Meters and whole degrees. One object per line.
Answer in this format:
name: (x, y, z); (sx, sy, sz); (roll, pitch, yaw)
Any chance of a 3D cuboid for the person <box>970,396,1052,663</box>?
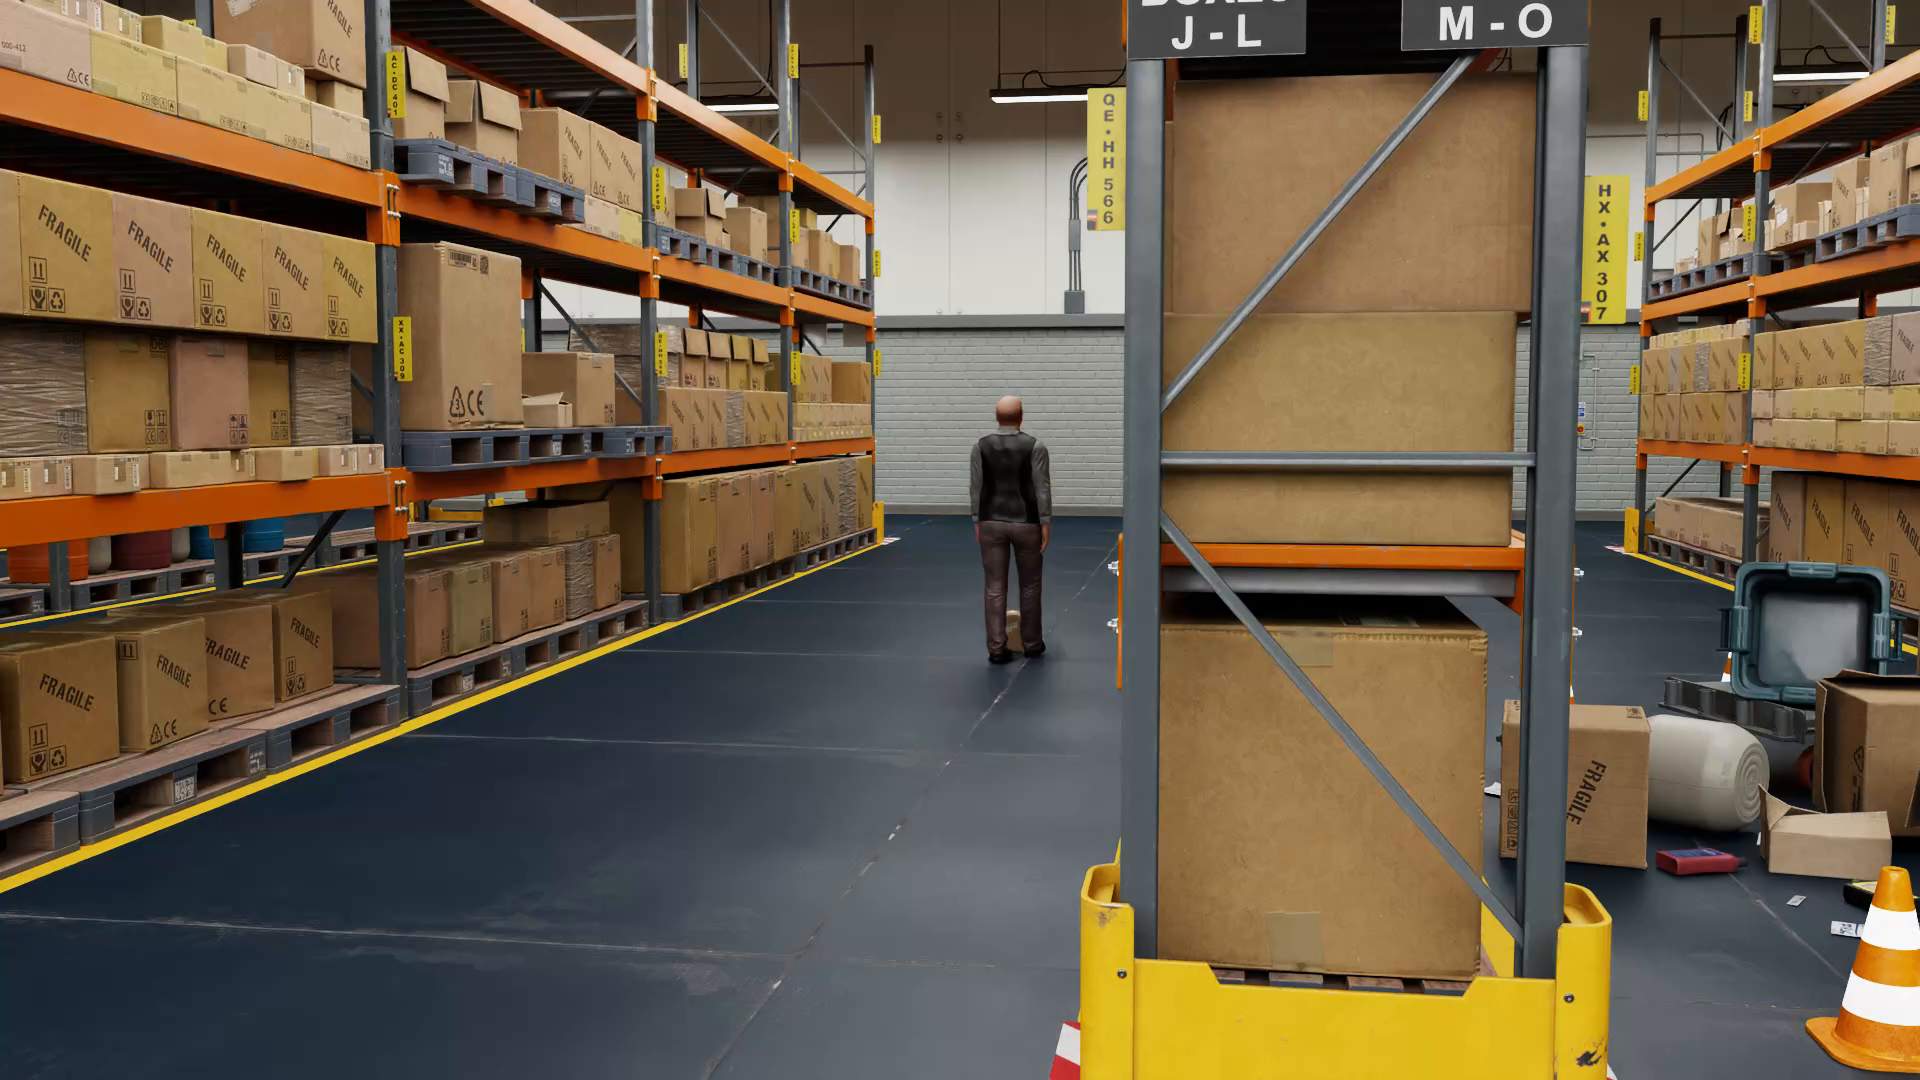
person: (0.342, -0.076, 10.862); (0.536, 1.728, 0.598); (1, 4, 8)
